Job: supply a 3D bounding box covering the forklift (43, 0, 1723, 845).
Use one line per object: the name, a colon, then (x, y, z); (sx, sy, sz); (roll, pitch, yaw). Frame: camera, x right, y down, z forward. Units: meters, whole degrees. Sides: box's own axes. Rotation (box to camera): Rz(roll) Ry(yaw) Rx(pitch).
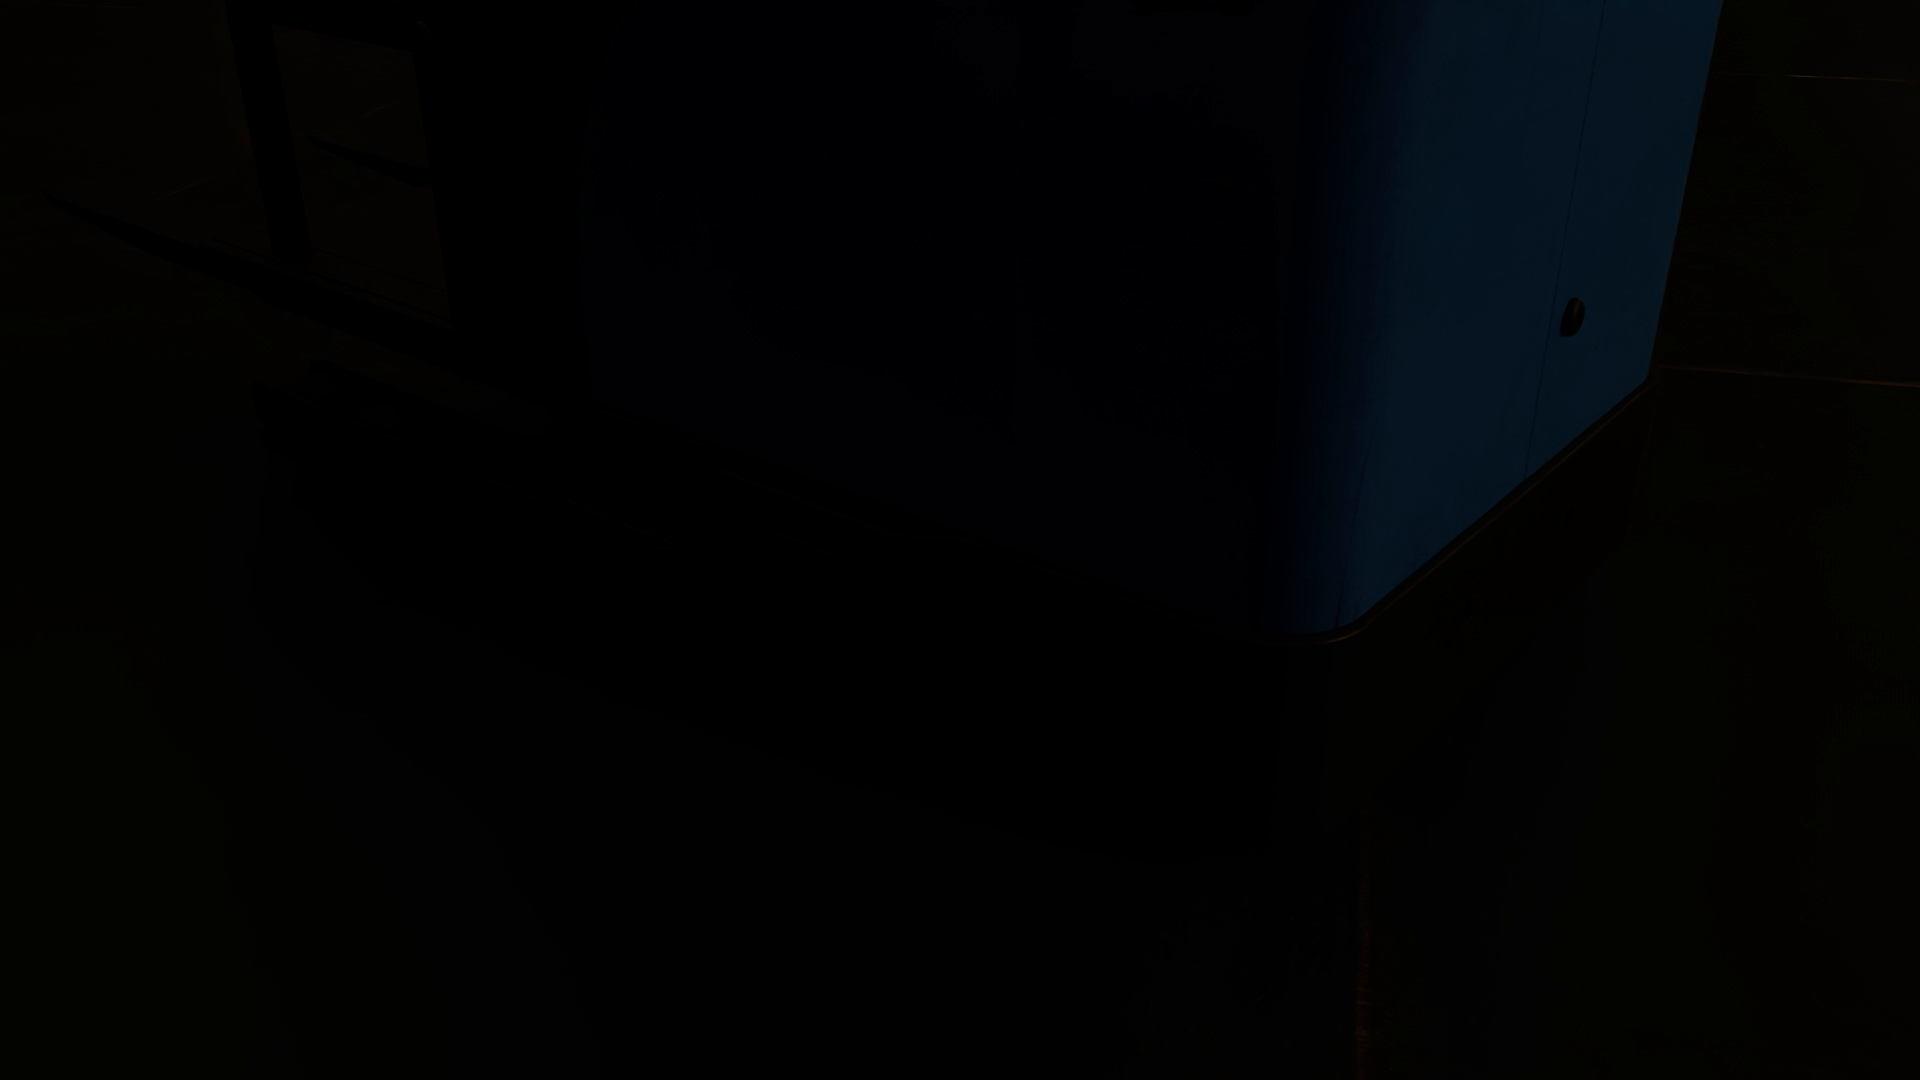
forklift: (-0.511, -1.522, 2.263); (3.031, 2.935, 1.130); (20, 33, 34)
